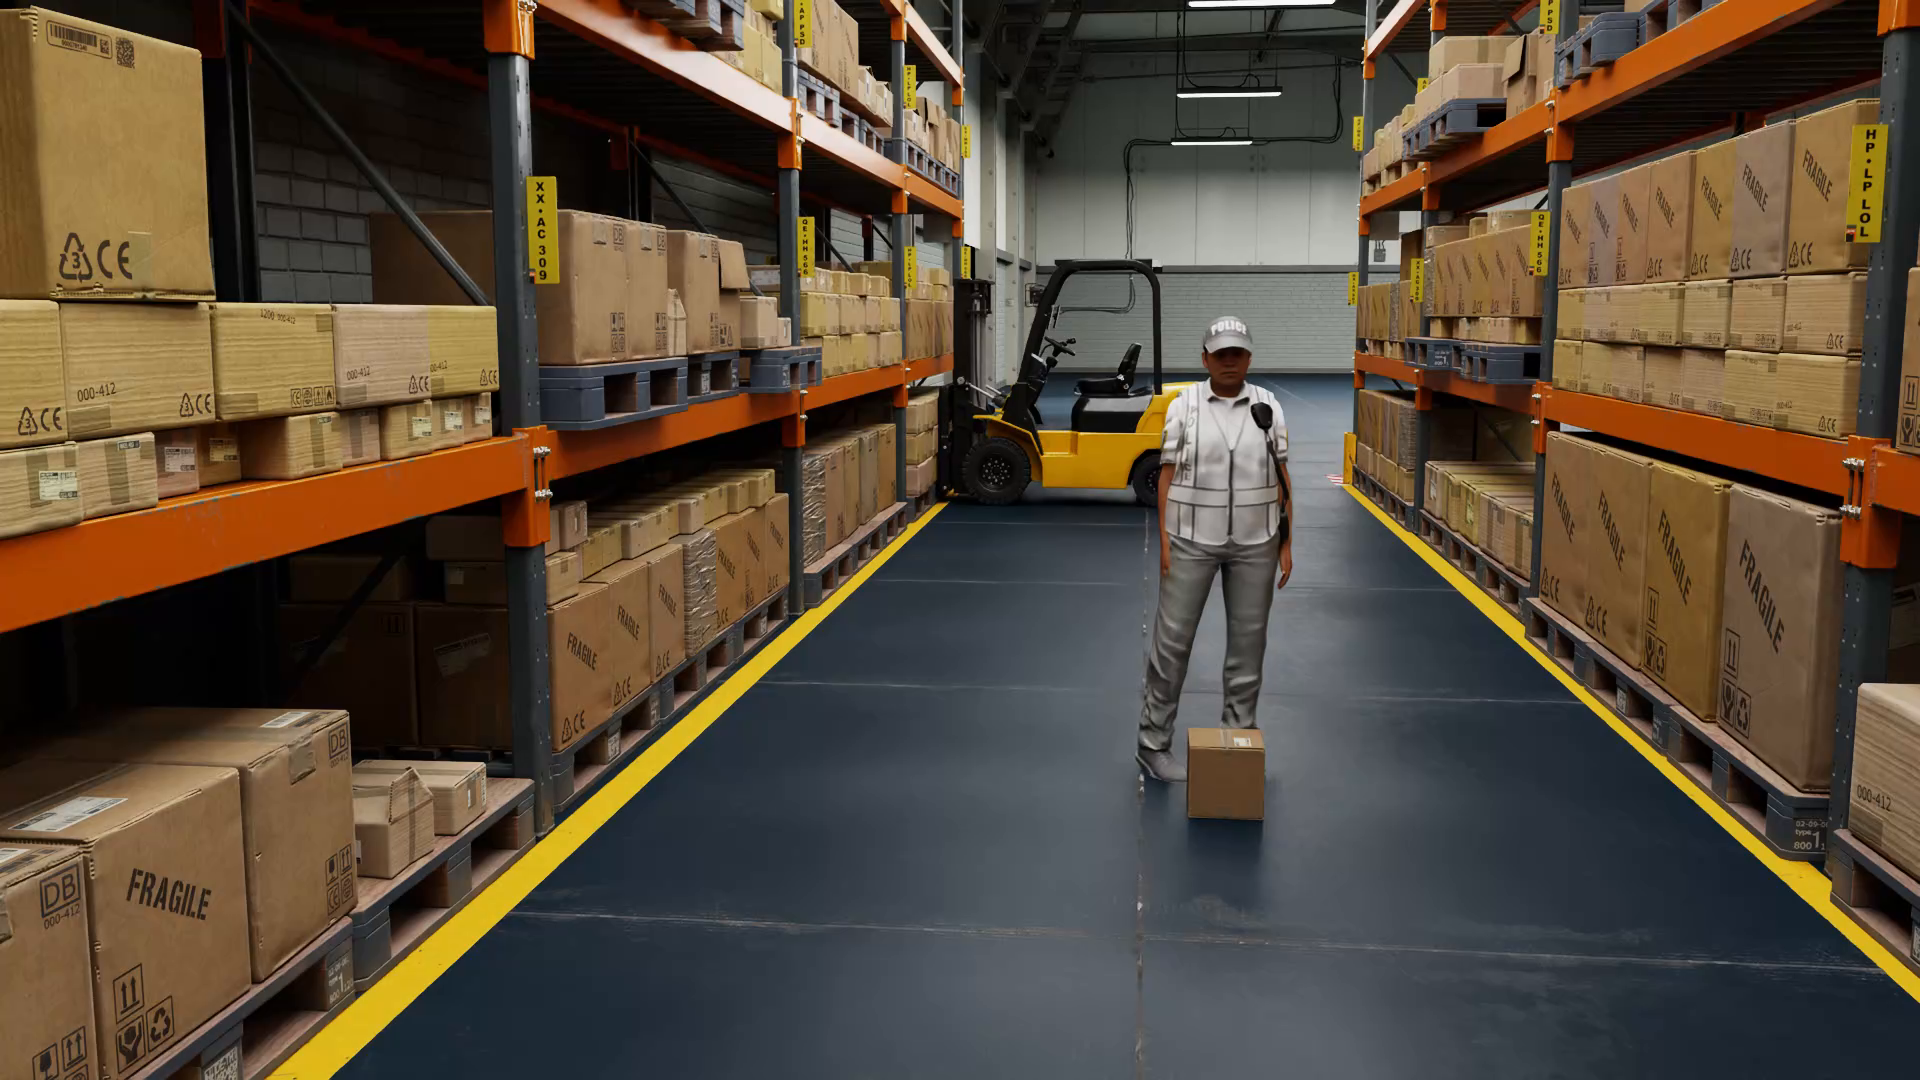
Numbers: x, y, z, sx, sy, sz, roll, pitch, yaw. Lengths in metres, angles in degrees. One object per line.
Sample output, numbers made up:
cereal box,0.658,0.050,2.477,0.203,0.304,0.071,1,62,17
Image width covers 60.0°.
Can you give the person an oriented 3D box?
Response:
person,0.933,0.036,6.056,0.558,1.687,0.384,0,8,0
